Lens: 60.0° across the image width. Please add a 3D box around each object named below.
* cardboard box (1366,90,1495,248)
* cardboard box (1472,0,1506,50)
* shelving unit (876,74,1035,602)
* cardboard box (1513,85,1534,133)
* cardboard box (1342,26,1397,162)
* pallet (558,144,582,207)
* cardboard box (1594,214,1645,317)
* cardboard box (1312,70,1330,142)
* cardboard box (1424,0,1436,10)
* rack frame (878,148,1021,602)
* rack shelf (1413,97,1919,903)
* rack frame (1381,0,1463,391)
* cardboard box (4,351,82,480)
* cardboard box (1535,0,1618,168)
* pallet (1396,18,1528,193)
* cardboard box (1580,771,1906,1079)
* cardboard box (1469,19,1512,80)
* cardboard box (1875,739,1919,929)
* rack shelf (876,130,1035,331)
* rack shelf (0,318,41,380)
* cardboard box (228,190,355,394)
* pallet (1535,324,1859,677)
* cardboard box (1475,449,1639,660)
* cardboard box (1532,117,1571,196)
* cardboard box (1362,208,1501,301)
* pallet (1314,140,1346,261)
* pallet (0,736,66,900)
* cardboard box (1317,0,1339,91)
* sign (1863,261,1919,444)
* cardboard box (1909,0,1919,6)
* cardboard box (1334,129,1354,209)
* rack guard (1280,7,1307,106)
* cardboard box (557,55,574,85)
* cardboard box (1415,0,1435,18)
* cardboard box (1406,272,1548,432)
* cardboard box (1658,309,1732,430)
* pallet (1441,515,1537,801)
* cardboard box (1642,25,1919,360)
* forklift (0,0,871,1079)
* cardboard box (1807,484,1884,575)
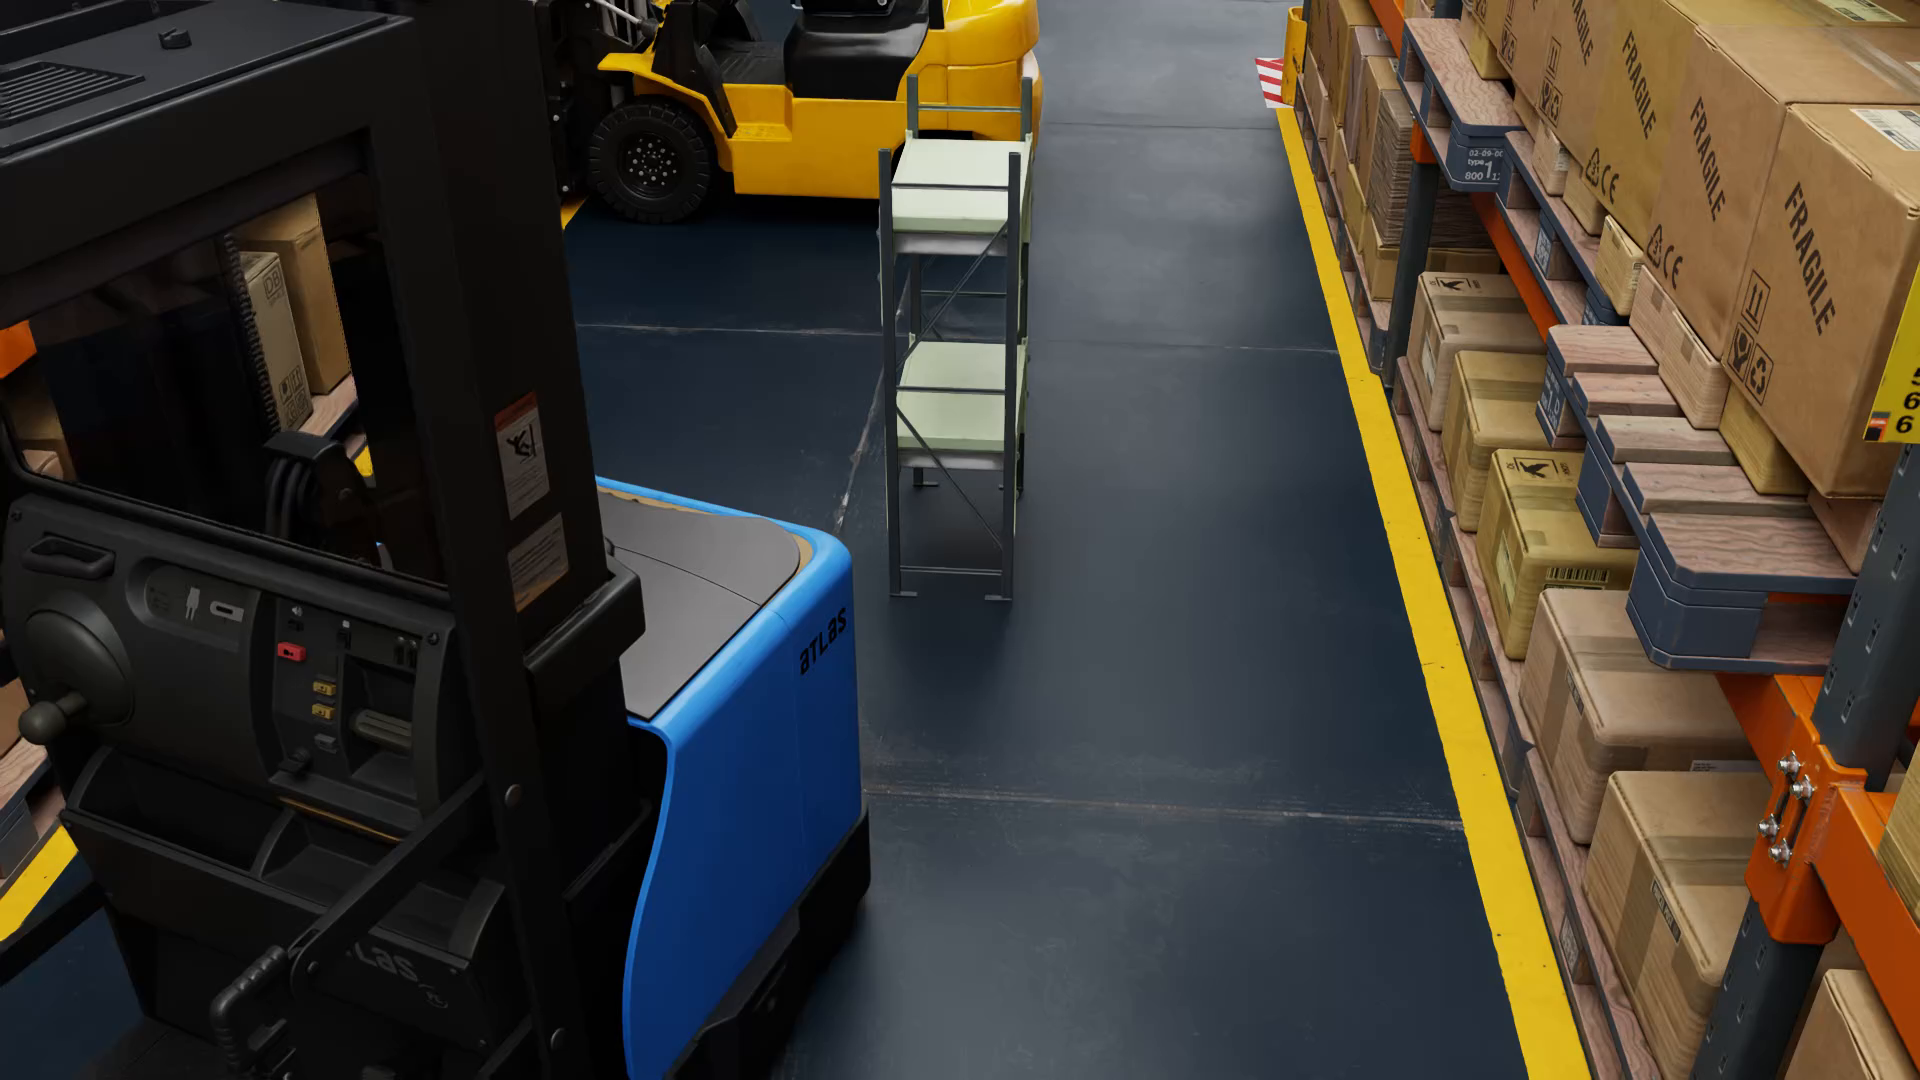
[{"bbox_3d":[2.004,-1.542,6.900,0.500,0.500,0.500,2,32,3],"label":"cardboard box"},{"bbox_3d":[1.859,-1.747,4.947,0.500,0.500,0.500,3,32,4],"label":"cardboard box"},{"bbox_3d":[0.001,-0.642,5.362,0.431,1.500,0.755,2,32,4],"label":"shelving unit"},{"bbox_3d":[1.824,-1.276,4.801,0.380,0.149,0.250,3,32,5],"label":"cardboard box"},{"bbox_3d":[2.084,-2.075,7.764,0.500,0.500,0.500,4,32,7],"label":"cardboard box"},{"bbox_3d":[-2.521,-1.971,8.747,1.003,0.211,1.213,2,32,4],"label":"pallet"},{"bbox_3d":[1.652,-0.609,3.718,0.380,0.149,0.250,3,32,5],"label":"cardboard box"},{"bbox_3d":[2.158,-2.317,8.872,0.500,0.250,0.500,4,32,6],"label":"cardboard box"},{"bbox_3d":[2.011,-2.306,6.255,0.500,0.500,0.500,2,32,3],"label":"cardboard box"},{"bbox_3d":[-0.029,-0.451,5.052,0.400,1.500,0.023,2,32,4],"label":"rack frame"},{"bbox_3d":[2.060,-0.542,4.456,1.077,0.370,4.000,2,32,4],"label":"rack shelf"},{"bbox_3d":[2.223,-1.894,5.965,1.000,3.000,0.127,2,32,4],"label":"rack frame"},{"bbox_3d":[-2.886,-0.200,5.079,0.875,0.625,0.625,1,32,2],"label":"cardboard box"},{"bbox_3d":[1.774,-1.220,4.092,0.500,0.500,0.500,1,32,2],"label":"cardboard box"},{"bbox_3d":[2.016,-1.419,5.376,1.003,0.211,1.213,2,32,4],"label":"pallet"},{"bbox_3d":[1.953,0.842,3.629,0.950,0.372,0.625,0,32,1],"label":"cardboard box"},{"bbox_3d":[1.834,-1.560,5.262,0.380,0.149,0.250,3,32,5],"label":"cardboard box"},{"bbox_3d":[1.607,0.506,2.212,0.500,0.250,0.500,2,32,3],"label":"cardboard box"},{"bbox_3d":[0.001,-0.974,5.157,0.431,0.370,0.720,2,32,4],"label":"rack shelf"},{"bbox_3d":[-2.887,-0.752,4.797,1.077,0.370,4.000,2,32,4],"label":"rack shelf"},{"bbox_3d":[-2.756,-0.999,6.375,0.875,0.625,0.625,4,32,6],"label":"cardboard box"},{"bbox_3d":[1.849,-0.098,3.233,1.213,0.211,1.003,2,32,4],"label":"pallet"},{"bbox_3d":[2.073,0.060,4.898,0.950,0.372,0.625,3,32,6],"label":"cardboard box"},{"bbox_3d":[1.729,-1.010,4.369,0.380,0.149,0.250,4,32,6],"label":"cardboard box"},{"bbox_3d":[2.003,-1.223,7.096,0.500,0.250,0.500,4,32,6],"label":"cardboard box"},{"bbox_3d":[2.339,-1.699,8.306,1.003,0.211,1.213,2,32,4],"label":"pallet"},{"bbox_3d":[-2.944,0.746,4.339,1.003,0.211,1.213,2,32,4],"label":"pallet"},{"bbox_3d":[2.168,-2.617,8.644,0.500,0.500,0.500,1,32,2],"label":"cardboard box"},{"bbox_3d":[1.356,-0.280,2.317,0.100,0.325,0.005,2,32,4],"label":"sign"},{"bbox_3d":[2.237,-0.927,3.616,0.500,0.500,0.500,3,32,5],"label":"cardboard box"},{"bbox_3d":[2.083,-1.768,7.980,0.500,0.250,0.500,3,32,5],"label":"cardboard box"},{"bbox_3d":[2.543,-2.882,9.950,1.175,0.500,0.348,2,32,4],"label":"rack guard"},{"bbox_3d":[-2.244,-2.355,8.456,0.500,0.250,0.500,2,32,4],"label":"cardboard box"},{"bbox_3d":[1.945,-1.968,6.324,0.380,0.149,0.250,2,32,3],"label":"cardboard box"},{"bbox_3d":[2.183,-0.680,6.099,0.950,0.372,0.625,3,32,5],"label":"cardboard box"},{"bbox_3d":[1.615,-0.333,3.270,0.380,0.149,0.250,2,32,4],"label":"cardboard box"},{"bbox_3d":[2.064,0.340,4.997,1.003,0.211,1.213,2,32,4],"label":"pallet"},{"bbox_3d":[1.688,-0.671,3.201,0.500,0.500,0.500,2,32,3],"label":"cardboard box"},{"bbox_3d":[-1.292,0.258,2.538,1.130,2.935,3.031,13,34,20],"label":"forklift"},{"bbox_3d":[1.690,-0.056,2.821,0.380,0.149,0.250,4,32,6],"label":"cardboard box"}]
